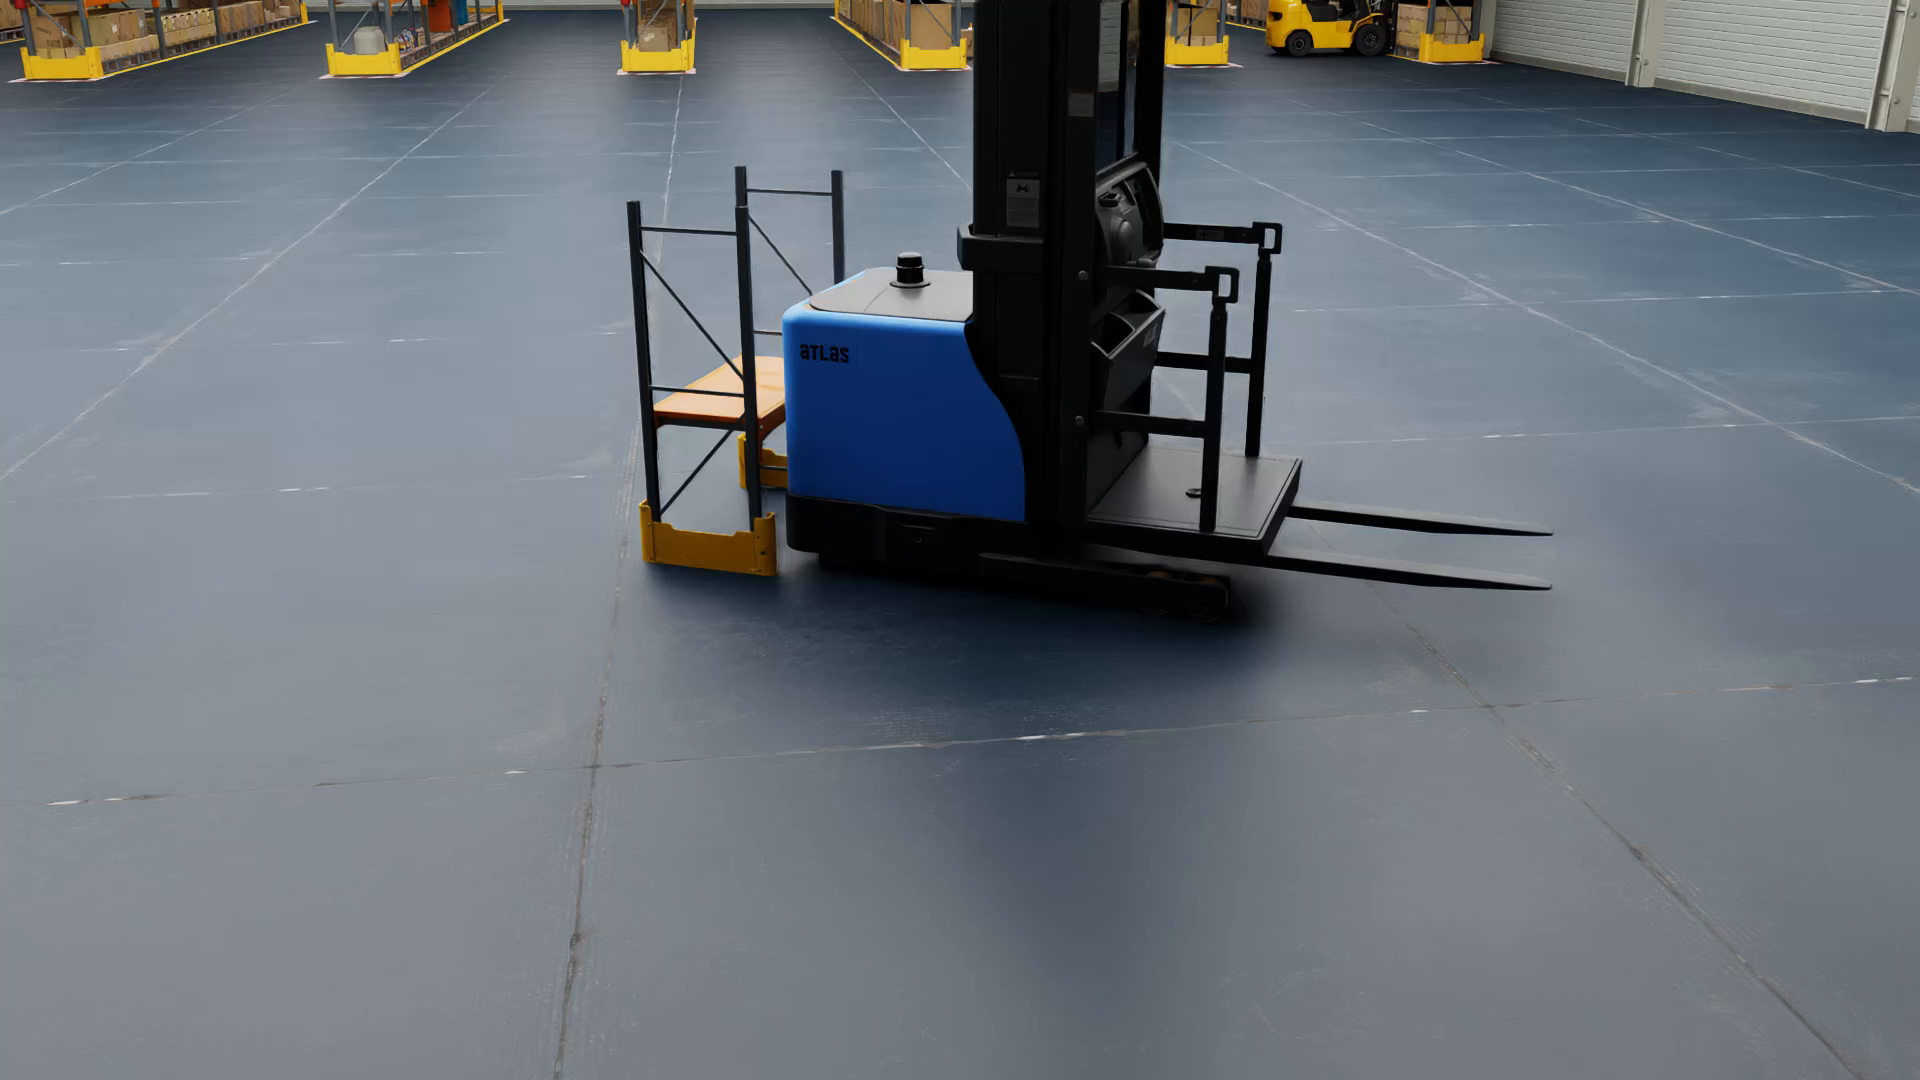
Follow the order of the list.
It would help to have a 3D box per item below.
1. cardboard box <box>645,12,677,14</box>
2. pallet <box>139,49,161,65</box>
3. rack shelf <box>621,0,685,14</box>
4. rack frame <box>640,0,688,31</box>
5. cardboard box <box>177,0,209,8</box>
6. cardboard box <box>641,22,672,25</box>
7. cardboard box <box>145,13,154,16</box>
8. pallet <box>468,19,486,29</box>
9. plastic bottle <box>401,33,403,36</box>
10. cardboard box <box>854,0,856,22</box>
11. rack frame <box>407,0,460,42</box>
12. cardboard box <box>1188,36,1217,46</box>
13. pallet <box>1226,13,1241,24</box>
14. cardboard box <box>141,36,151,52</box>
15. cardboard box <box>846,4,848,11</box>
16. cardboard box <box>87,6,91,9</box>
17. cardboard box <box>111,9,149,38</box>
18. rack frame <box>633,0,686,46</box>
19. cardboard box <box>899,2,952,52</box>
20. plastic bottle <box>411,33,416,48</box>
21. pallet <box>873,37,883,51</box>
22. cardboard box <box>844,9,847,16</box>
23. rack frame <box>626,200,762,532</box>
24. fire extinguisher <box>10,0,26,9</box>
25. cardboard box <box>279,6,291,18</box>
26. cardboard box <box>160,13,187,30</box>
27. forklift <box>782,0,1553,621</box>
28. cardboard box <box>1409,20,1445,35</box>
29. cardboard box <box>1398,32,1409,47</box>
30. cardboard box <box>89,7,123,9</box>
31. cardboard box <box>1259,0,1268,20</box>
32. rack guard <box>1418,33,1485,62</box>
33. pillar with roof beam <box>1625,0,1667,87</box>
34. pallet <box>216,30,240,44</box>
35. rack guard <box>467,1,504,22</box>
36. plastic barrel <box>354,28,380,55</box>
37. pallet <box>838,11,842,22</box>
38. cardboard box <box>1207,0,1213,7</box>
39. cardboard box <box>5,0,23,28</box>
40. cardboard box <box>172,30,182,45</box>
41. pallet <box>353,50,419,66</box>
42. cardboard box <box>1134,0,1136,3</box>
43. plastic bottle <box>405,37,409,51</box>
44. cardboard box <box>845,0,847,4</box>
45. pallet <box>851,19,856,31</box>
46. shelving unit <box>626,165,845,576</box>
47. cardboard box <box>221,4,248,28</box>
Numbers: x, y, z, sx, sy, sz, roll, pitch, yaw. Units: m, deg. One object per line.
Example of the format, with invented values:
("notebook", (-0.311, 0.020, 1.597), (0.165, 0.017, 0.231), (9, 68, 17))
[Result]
("cardboard box", (-6.099, -10.567, 34.165), (0.700, 0.500, 0.500), (-3, 21, -8))
("pallet", (-15.712, -9.070, 31.199), (1.003, 0.211, 1.213), (-3, 21, -8))
("rack shelf", (-5.693, -10.123, 31.060), (1.077, 0.370, 4.000), (-3, 21, -8))
("rack frame", (-6.558, -12.537, 36.496), (1.000, 3.000, 0.127), (-3, 21, -8))
("cardboard box", (-16.741, -11.757, 36.278), (0.500, 0.250, 0.500), (-2, 21, -6))
("cardboard box", (-5.670, -9.433, 31.158), (0.500, 0.500, 0.500), (-1, 21, -3))
("cardboard box", (-16.278, -10.304, 33.045), (0.500, 0.311, 0.500), (-3, 21, -8))
("pallet", (-12.180, -12.619, 40.700), (1.003, 0.211, 1.213), (-3, 21, -8))
("plastic bottle", (-10.528, -9.435, 31.445), (0.061, 0.283, 0.133), (-3, 21, -8))
("cardboard box", (-2.290, -12.711, 39.933), (0.500, 0.500, 0.500), (-2, 21, -5))
("rack frame", (-11.459, -12.287, 35.828), (1.000, 3.000, 0.127), (-3, 21, -8))
("cardboard box", (4.559, -9.469, 31.611), (0.500, 0.250, 0.500), (-3, 21, -8))
("pallet", (7.485, -13.605, 43.341), (1.003, 0.211, 1.213), (-3, 21, -8))
("cardboard box", (-15.439, -9.239, 30.996), (0.500, 0.250, 0.500), (-3, 21, -8))
("cardboard box", (-2.679, -13.416, 41.898), (0.380, 0.149, 0.250), (-4, 21, -10))
("cardboard box", (-22.216, -13.346, 41.634), (0.700, 0.500, 0.500), (-3, 21, -8))
("cardboard box", (-15.441, -9.591, 30.865), (0.500, 0.500, 0.500), (-3, 21, -8))
("rack frame", (-5.981, -11.152, 32.788), (1.000, 3.000, 0.127), (-3, 21, -8))
("cardboard box", (-0.645, -9.415, 30.574), (0.875, 0.875, 0.875), (-3, 21, -7))
("plastic bottle", (-10.412, -9.507, 31.636), (0.061, 0.283, 0.133), (-2, 21, -4))
("pallet", (-1.244, -10.324, 34.557), (1.003, 0.211, 1.213), (-3, 21, -8))
("cardboard box", (-2.755, -13.475, 42.483), (0.380, 0.149, 0.250), (-3, 21, -8))
("rack frame", (-1.050, -0.590, 6.653), (0.500, 1.500, 0.032), (6, 21, 16))
("fire extinguisher", (-15.651, -9.168, 27.587), (0.296, 0.674, 0.183), (-3, 21, -8))
("cardboard box", (-17.085, -13.220, 41.627), (0.500, 0.250, 0.500), (-3, 21, -8))
("cardboard box", (-15.741, -10.334, 33.125), (0.500, 0.311, 0.500), (-4, 21, -10))
("forklift", (0.848, -1.270, 6.428), (3.031, 2.935, 1.130), (7, 22, 18))
("cardboard box", (8.933, -9.814, 31.821), (0.500, 0.250, 0.500), (-3, 21, -8))
("cardboard box", (8.870, -9.747, 32.355), (0.500, 0.250, 0.500), (-3, 21, -8))
("cardboard box", (-16.028, -9.737, 31.258), (0.500, 0.500, 0.500), (-3, 21, -8))
("cardboard box", (7.653, -12.984, 40.664), (0.500, 0.500, 0.500), (-4, 21, -10))
("rack guard", (9.316, -9.339, 31.507), (1.175, 0.500, 0.348), (-3, 21, -8))
("pillar with roof beam", (6.709, -11.321, 24.666), (9.100, 9.000, 0.400), (-3, 21, -8))
("pallet", (-16.432, -10.993, 36.347), (1.003, 0.211, 1.213), (-3, 21, -8))
("rack guard", (-12.629, -13.894, 43.701), (1.175, 0.500, 0.348), (-3, 21, -8))
("plastic barrel", (-10.477, -8.773, 29.373), (0.421, 0.512, 0.421), (0, 20, 0))
("pallet", (-2.695, -13.907, 44.148), (1.003, 0.211, 1.213), (-3, 21, -8))
("cardboard box", (7.086, -14.570, 44.911), (0.700, 0.500, 0.500), (-2, 21, -6))
("cardboard box", (-21.486, -11.836, 37.092), (0.750, 0.750, 0.750), (-2, 21, -6))
("cardboard box", (-15.670, -9.892, 32.743), (0.500, 0.250, 0.500), (-2, 21, -6))
("pallet", (-10.648, -8.938, 30.846), (1.003, 0.211, 1.213), (-3, 21, -8))
("cardboard box", (3.677, -10.774, 33.106), (0.380, 0.149, 0.250), (-2, 21, -6))
("plastic bottle", (-10.323, -9.242, 30.945), (0.097, 0.271, 0.097), (0, 20, 0))
("cardboard box", (-2.730, -13.742, 42.347), (0.380, 0.149, 0.250), (-4, 21, -10))
("pallet", (-2.098, -12.561, 40.547), (1.003, 0.211, 1.213), (-3, 21, -8))
("shelving unit", (-0.899, -0.763, 7.117), (0.587, 1.500, 1.083), (6, 21, 16))
("cardboard box", (-16.373, -11.781, 37.416), (0.500, 0.500, 0.500), (-4, 21, -10))
